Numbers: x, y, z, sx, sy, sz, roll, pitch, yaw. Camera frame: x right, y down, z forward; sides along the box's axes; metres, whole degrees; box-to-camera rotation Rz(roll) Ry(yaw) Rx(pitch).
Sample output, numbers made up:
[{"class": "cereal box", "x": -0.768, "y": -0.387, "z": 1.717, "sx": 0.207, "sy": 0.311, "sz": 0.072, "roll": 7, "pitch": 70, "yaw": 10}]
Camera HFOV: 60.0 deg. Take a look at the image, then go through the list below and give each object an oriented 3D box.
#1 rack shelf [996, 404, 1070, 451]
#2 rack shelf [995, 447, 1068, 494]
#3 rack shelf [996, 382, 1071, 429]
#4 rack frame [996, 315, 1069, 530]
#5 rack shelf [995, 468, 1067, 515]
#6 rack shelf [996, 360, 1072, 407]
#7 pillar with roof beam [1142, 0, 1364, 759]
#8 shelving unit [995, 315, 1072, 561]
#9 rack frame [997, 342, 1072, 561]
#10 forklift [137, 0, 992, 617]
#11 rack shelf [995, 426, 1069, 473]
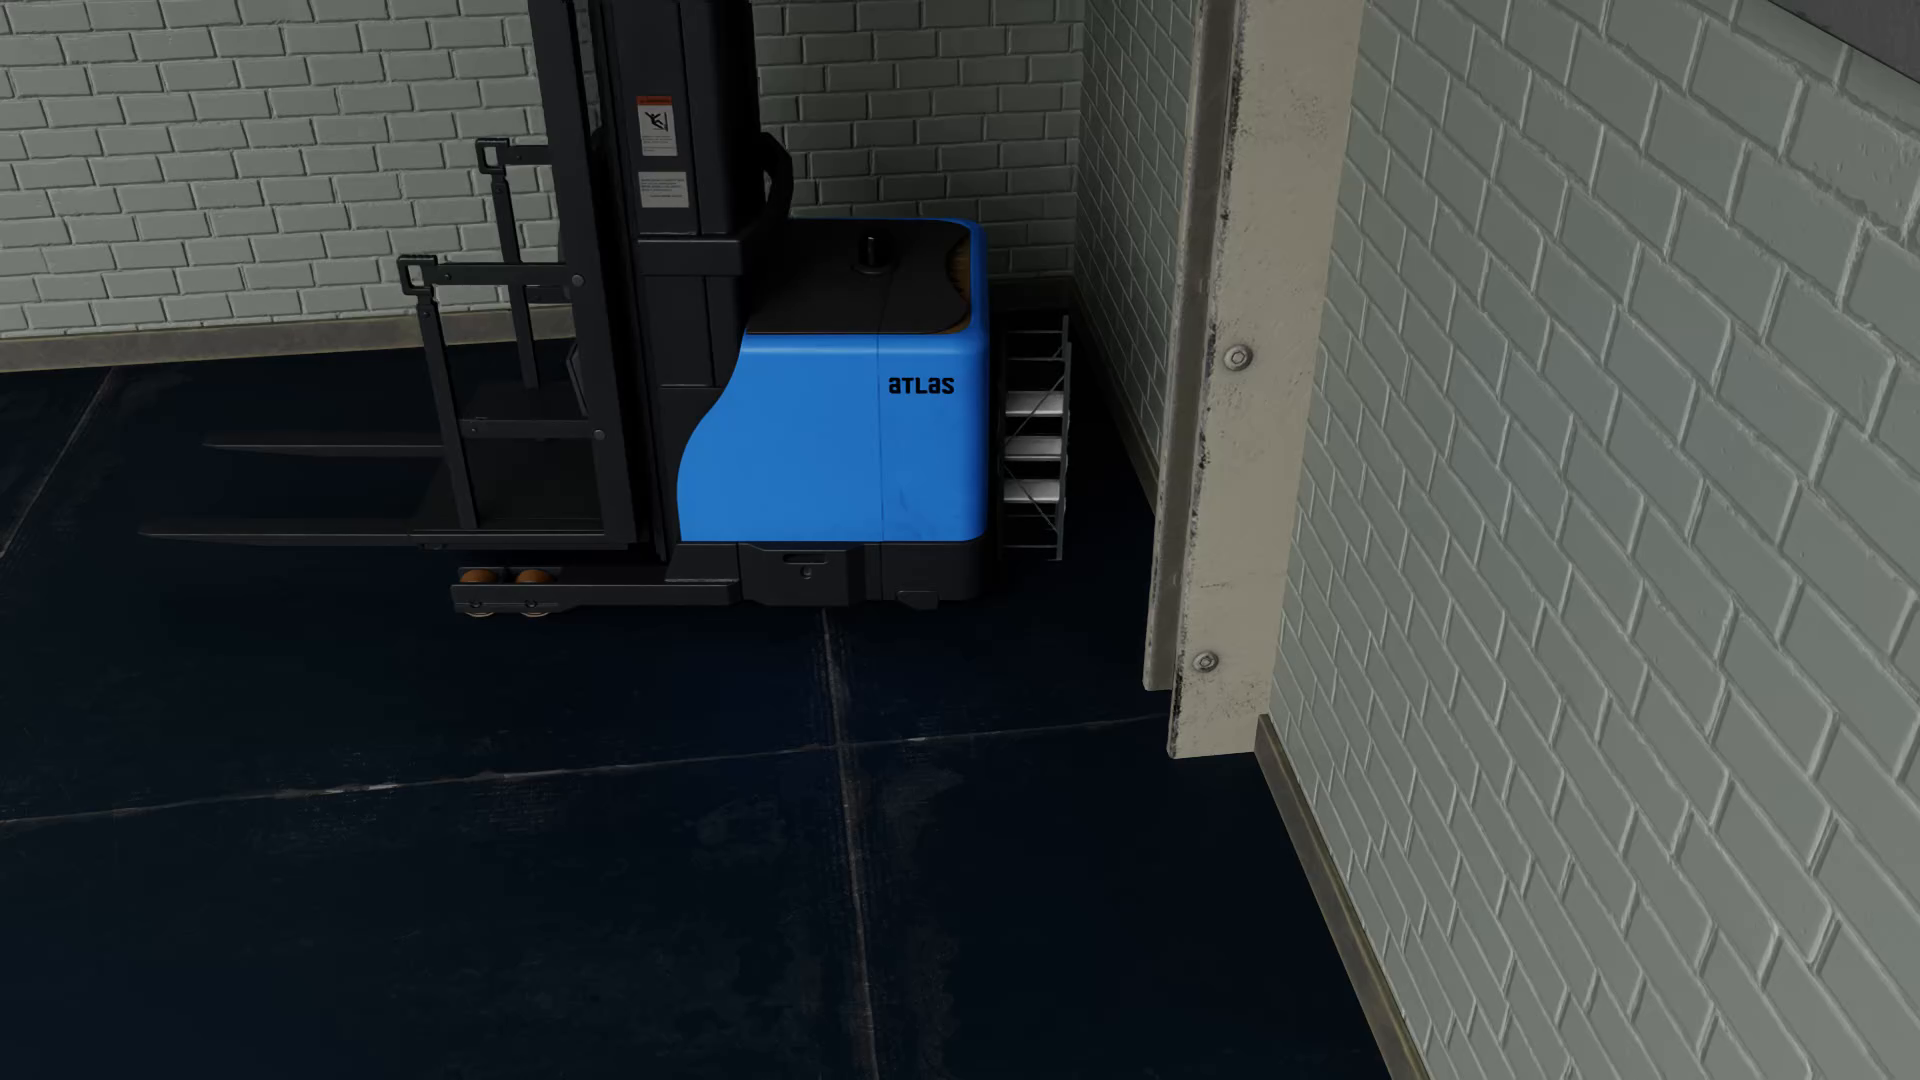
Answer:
[{"class": "rack shelf", "x": 0.258, "y": -0.401, "z": 5.939, "sx": 0.258, "sy": 0.077, "sz": 0.200, "roll": 0, "pitch": 34, "yaw": 0}, {"class": "rack shelf", "x": 0.258, "y": -0.253, "z": 6.040, "sx": 0.258, "sy": 0.077, "sz": 0.200, "roll": 0, "pitch": 34, "yaw": 0}, {"class": "rack shelf", "x": 0.258, "y": -0.476, "z": 5.888, "sx": 0.258, "sy": 0.077, "sz": 0.200, "roll": 0, "pitch": 34, "yaw": 0}, {"class": "rack frame", "x": 0.258, "y": -0.412, "z": 6.055, "sx": 0.240, "sy": 0.900, "sz": 0.006, "roll": 0, "pitch": 34, "yaw": 0}, {"class": "rack shelf", "x": 0.258, "y": -0.178, "z": 6.091, "sx": 0.258, "sy": 0.077, "sz": 0.200, "roll": 0, "pitch": 34, "yaw": 0}, {"class": "rack shelf", "x": 0.258, "y": -0.550, "z": 5.837, "sx": 0.258, "sy": 0.077, "sz": 0.200, "roll": 0, "pitch": 34, "yaw": 0}, {"class": "pillar with roof beam", "x": -3.477, "y": -2.826, "z": 2.405, "sx": 9.100, "sy": 9.000, "sz": 0.400, "roll": -4, "pitch": 35, "yaw": -6}, {"class": "shelving unit", "x": 0.258, "y": -0.355, "z": 5.971, "sx": 0.258, "sy": 0.900, "sz": 0.210, "roll": 0, "pitch": 34, "yaw": 0}, {"class": "rack frame", "x": 0.258, "y": -0.297, "z": 5.887, "sx": 0.240, "sy": 0.900, "sz": 0.006, "roll": 0, "pitch": 34, "yaw": 0}, {"class": "forklift", "x": -1.405, "y": -1.238, "z": 5.464, "sx": 3.031, "sy": 2.935, "sz": 1.130, "roll": 0, "pitch": 34, "yaw": 0}, {"class": "rack shelf", "x": 0.258, "y": -0.327, "z": 5.989, "sx": 0.258, "sy": 0.077, "sz": 0.200, "roll": 0, "pitch": 34, "yaw": 0}]
